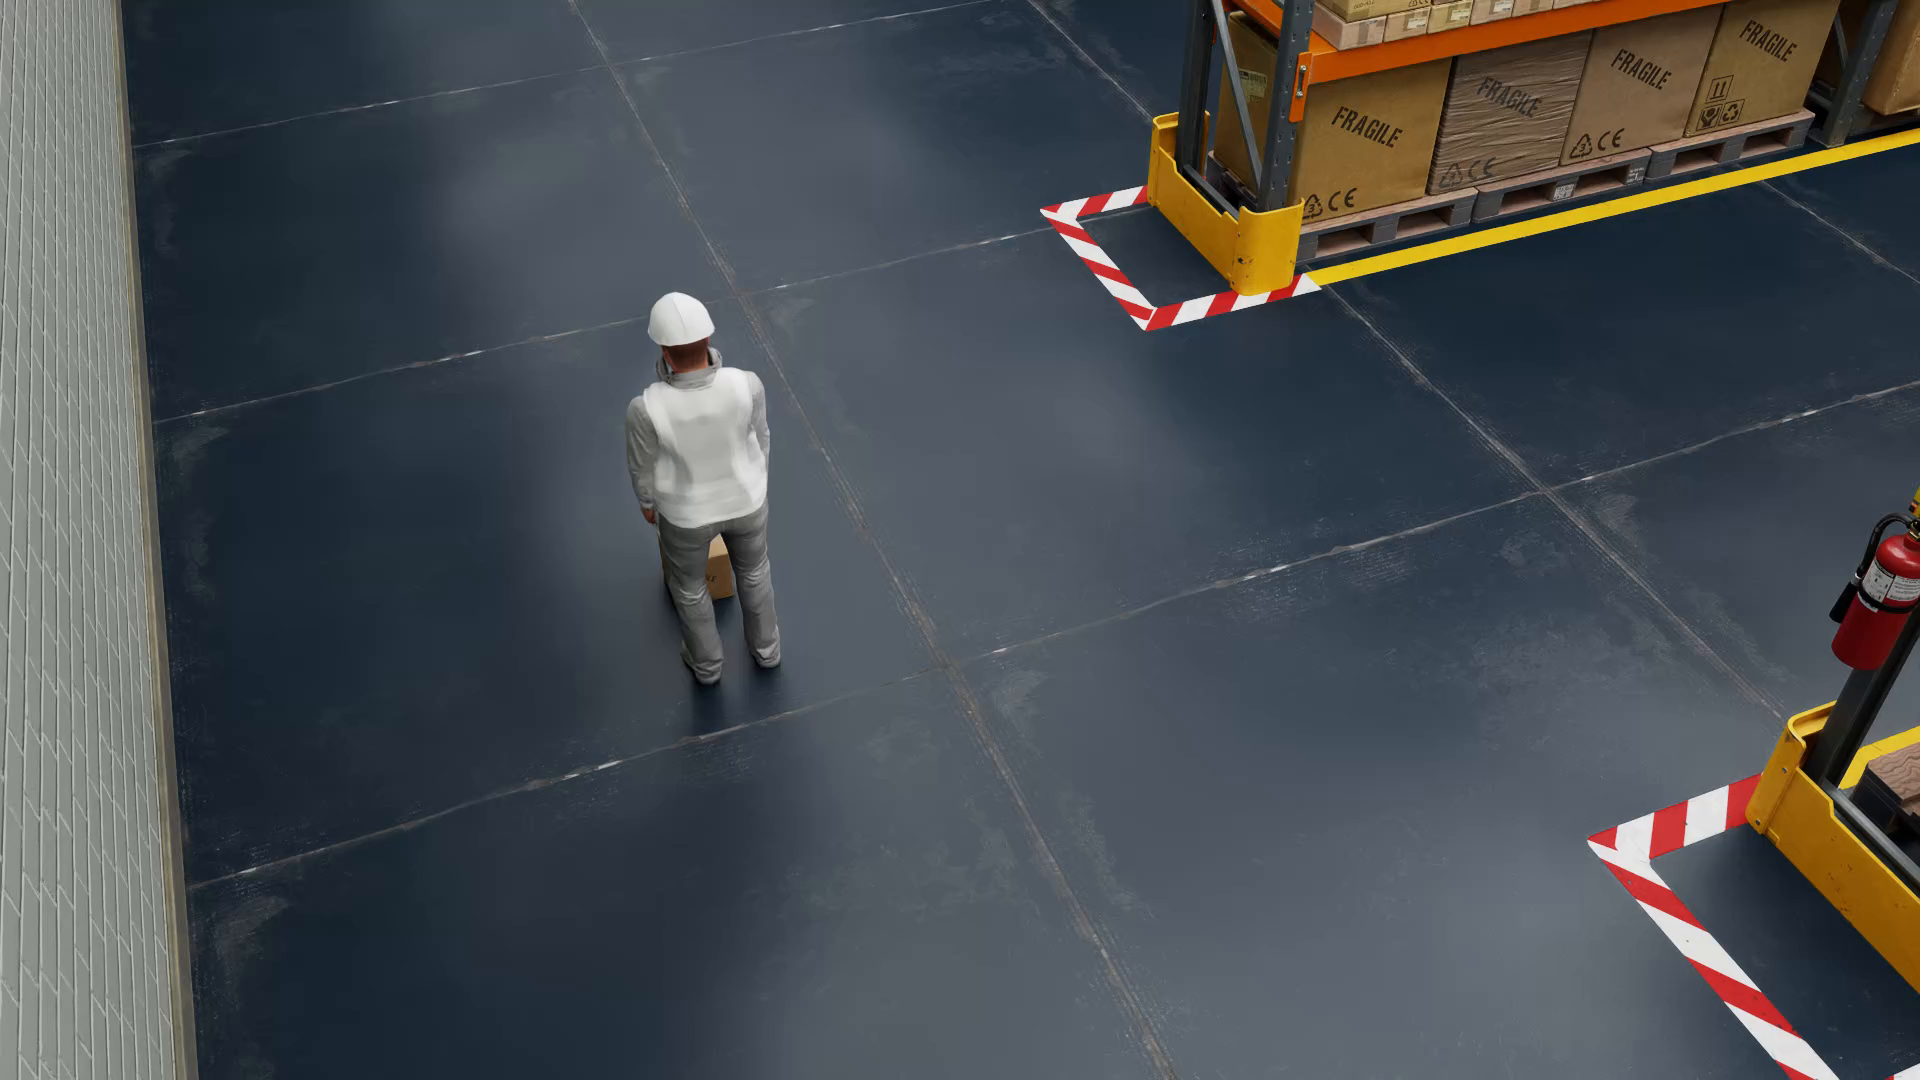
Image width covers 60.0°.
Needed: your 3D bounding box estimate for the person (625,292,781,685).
[{"bbox_3d":[-0.973,-0.163,6.340,0.538,1.760,0.378,-14,43,-16],"label":"person"}]
